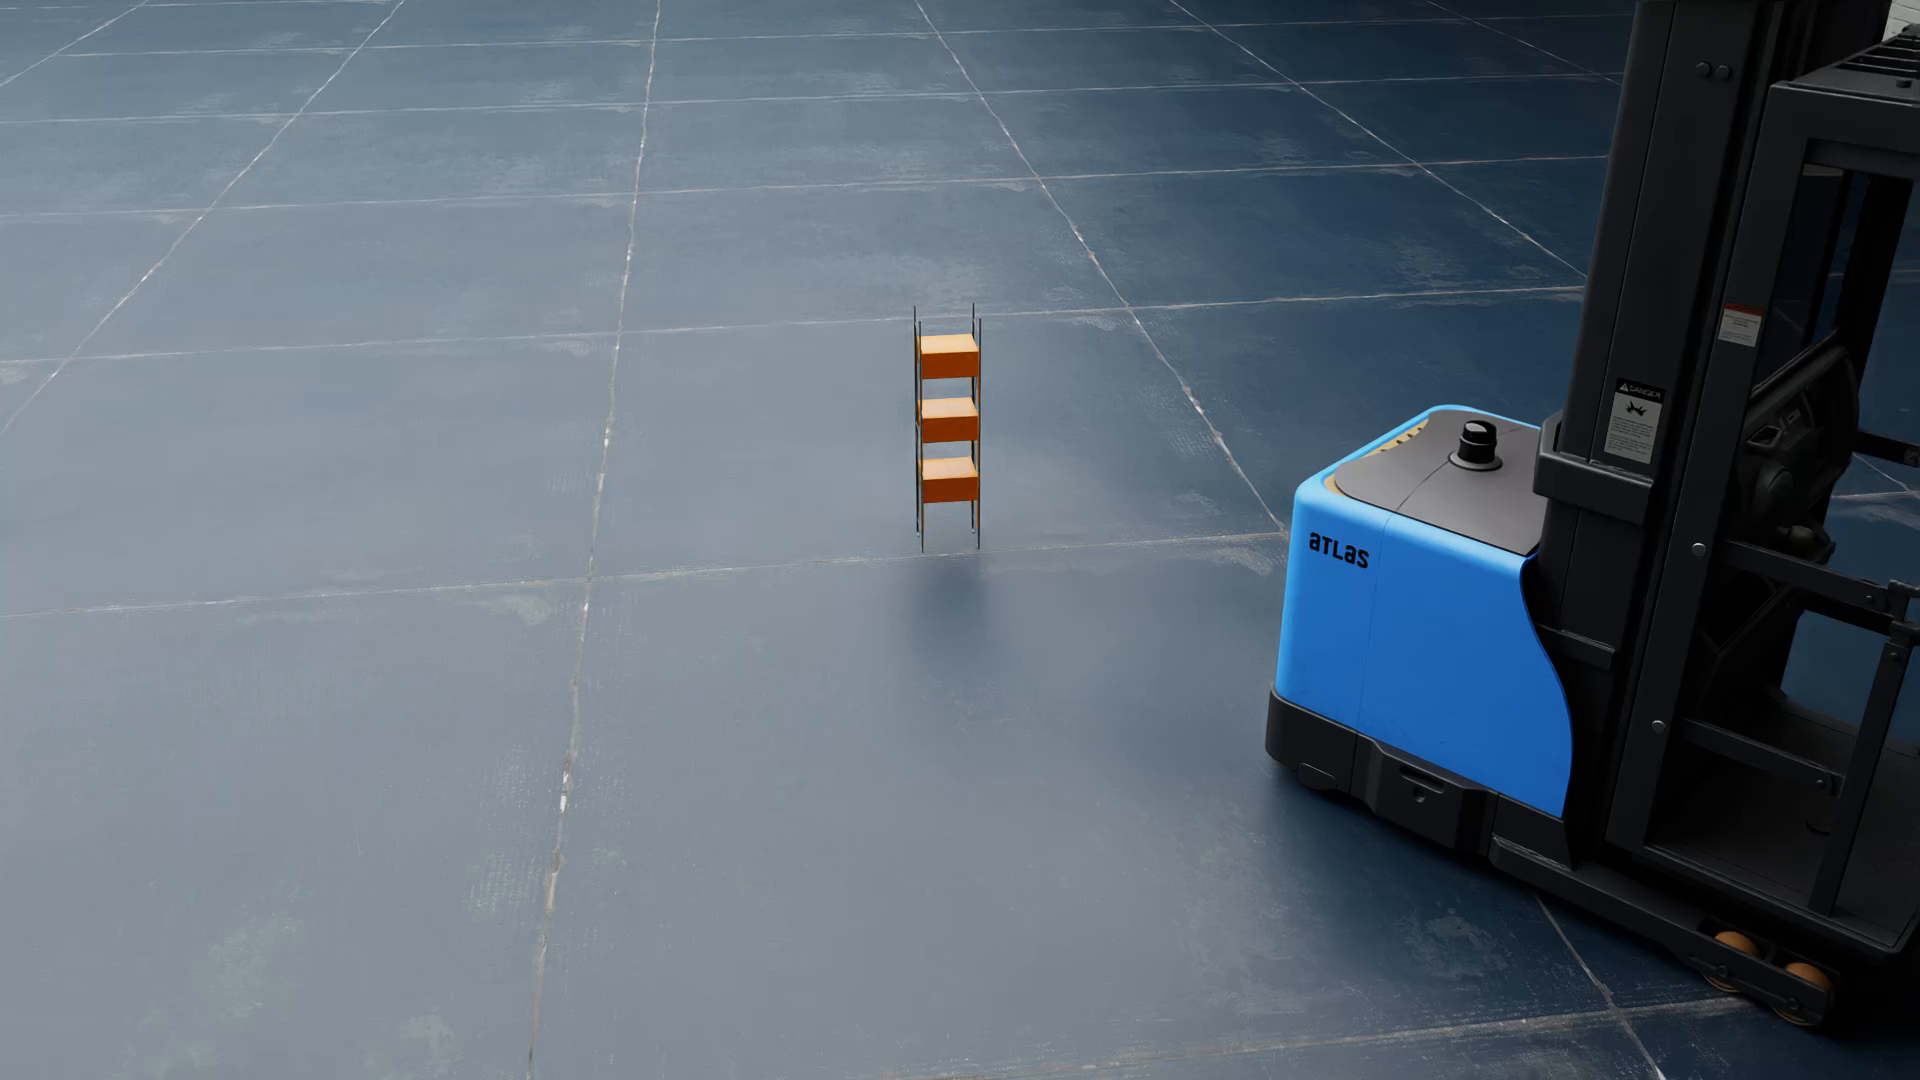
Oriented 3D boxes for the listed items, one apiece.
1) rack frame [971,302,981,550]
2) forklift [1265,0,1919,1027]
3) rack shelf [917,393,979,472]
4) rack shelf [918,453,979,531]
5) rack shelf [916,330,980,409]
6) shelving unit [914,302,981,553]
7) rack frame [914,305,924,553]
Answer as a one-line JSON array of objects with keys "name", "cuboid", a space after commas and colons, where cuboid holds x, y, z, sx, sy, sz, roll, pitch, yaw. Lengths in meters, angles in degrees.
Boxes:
[{"name": "rack frame", "cuboid": [0.068, -0.471, 7.019, 0.008, 1.050, 0.200, -4, 27, -7]}, {"name": "forklift", "cuboid": [2.470, -0.228, 4.484, 3.031, 2.935, 1.130, 23, 35, 37]}, {"name": "rack shelf", "cuboid": [-0.053, -0.454, 7.009, 0.240, 0.259, 0.215, -4, 27, -7]}, {"name": "rack shelf", "cuboid": [-0.053, -0.207, 7.135, 0.240, 0.259, 0.215, -4, 27, -7]}, {"name": "rack shelf", "cuboid": [-0.053, -0.707, 6.879, 0.240, 0.259, 0.215, -4, 27, -7]}, {"name": "shelving unit", "cuboid": [-0.053, -0.464, 7.004, 0.252, 1.050, 0.215, -4, 27, -7]}, {"name": "rack frame", "cuboid": [-0.174, -0.456, 6.989, 0.008, 1.050, 0.200, -4, 27, -7]}]
